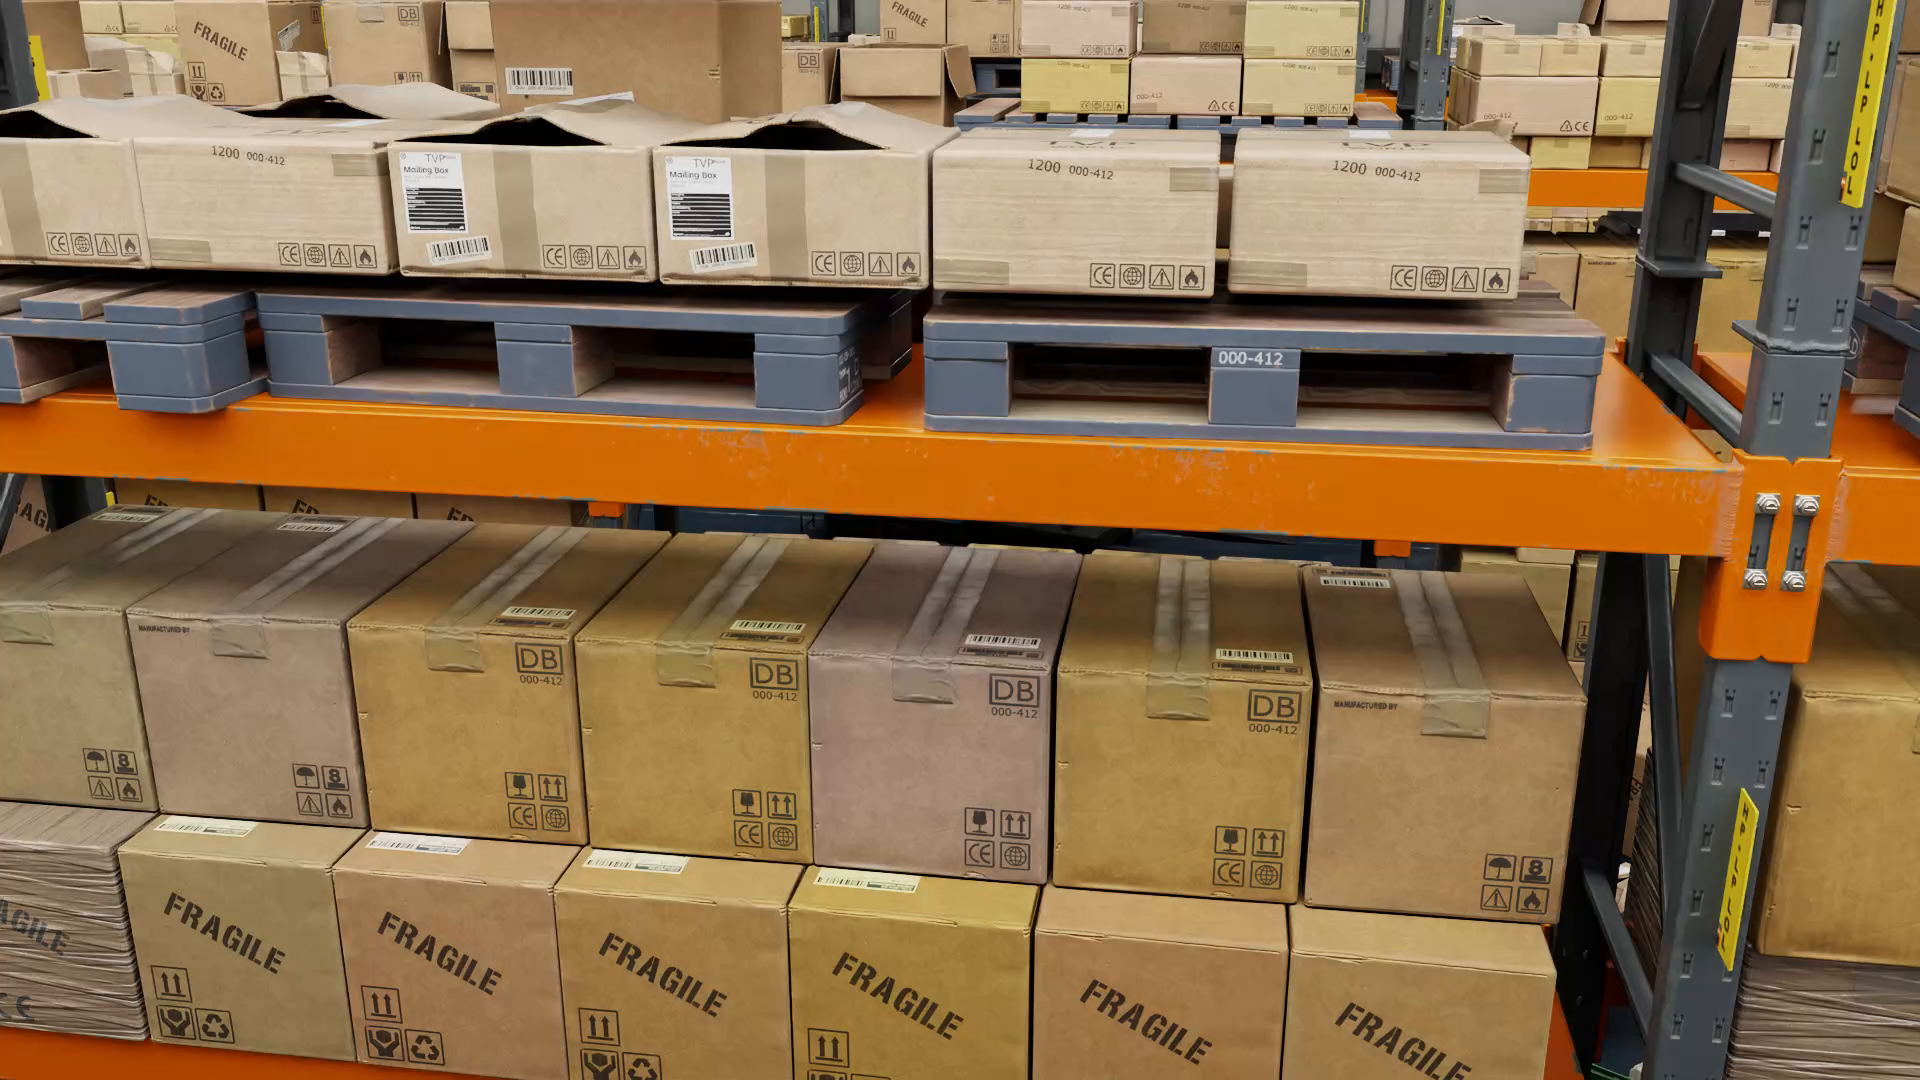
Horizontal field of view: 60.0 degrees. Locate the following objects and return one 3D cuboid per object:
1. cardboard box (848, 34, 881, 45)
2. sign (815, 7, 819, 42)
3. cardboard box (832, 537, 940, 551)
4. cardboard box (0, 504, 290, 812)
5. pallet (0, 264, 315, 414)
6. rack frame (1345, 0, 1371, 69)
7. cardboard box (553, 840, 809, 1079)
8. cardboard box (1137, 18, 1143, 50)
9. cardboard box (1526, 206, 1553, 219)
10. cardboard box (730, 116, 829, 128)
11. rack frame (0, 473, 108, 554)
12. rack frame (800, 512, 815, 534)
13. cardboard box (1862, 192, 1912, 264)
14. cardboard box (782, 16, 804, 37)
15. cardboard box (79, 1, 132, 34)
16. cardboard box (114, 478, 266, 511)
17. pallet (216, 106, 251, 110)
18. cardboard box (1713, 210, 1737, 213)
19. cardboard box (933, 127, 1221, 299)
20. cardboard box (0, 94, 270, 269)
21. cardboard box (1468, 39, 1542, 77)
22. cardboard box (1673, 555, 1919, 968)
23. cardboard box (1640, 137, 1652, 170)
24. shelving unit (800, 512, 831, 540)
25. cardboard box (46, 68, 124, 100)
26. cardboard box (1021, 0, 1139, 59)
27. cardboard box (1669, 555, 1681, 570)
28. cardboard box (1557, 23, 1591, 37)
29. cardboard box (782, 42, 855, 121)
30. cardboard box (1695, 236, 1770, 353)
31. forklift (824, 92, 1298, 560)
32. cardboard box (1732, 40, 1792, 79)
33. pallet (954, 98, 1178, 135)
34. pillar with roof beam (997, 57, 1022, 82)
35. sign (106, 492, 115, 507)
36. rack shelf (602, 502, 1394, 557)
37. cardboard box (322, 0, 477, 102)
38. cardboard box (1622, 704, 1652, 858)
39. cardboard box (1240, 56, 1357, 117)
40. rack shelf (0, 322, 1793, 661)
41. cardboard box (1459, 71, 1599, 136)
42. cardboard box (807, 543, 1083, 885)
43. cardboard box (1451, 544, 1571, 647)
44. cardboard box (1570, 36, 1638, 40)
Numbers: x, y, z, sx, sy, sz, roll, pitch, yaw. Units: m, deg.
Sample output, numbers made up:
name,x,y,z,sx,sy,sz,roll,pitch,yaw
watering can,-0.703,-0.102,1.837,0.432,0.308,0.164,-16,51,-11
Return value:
name,x,y,z,sx,sy,sz,roll,pitch,yaw
cardboard box,-0.694,-3.799,12.751,0.250,0.166,0.380,3,19,9
sign,-1.079,-3.851,12.543,0.005,0.325,0.100,3,19,9
cardboard box,-0.488,0.315,9.113,0.625,0.372,0.950,3,19,8
cardboard box,-2.018,0.262,4.059,0.500,0.500,0.700,3,19,8
pallet,-1.816,-0.559,3.817,1.003,0.211,1.213,4,19,11
rack frame,2.959,-4.997,12.055,0.127,3.000,1.000,3,19,9
cardboard box,-0.567,0.894,3.747,0.500,0.500,0.500,3,19,8
cardboard box,1.448,-3.777,12.459,0.500,0.311,0.500,2,19,7
cardboard box,4.251,-2.494,12.382,0.250,0.149,0.380,3,19,8
cardboard box,-0.324,-0.807,3.652,0.258,0.266,0.396,3,19,9
rack frame,-2.460,0.758,4.311,0.127,3.000,1.000,3,19,9
rack frame,-1.049,-0.480,11.319,0.006,0.900,0.240,6,19,16
cardboard box,1.900,-0.672,3.435,0.250,0.149,0.380,3,19,8
cardboard box,-1.377,-3.959,12.821,0.250,0.149,0.380,4,19,10
cardboard box,-6.989,-4.309,13.707,0.500,0.250,0.500,3,19,10
cardboard box,-4.206,-0.142,9.686,0.875,0.875,0.875,3,19,10
pallet,-3.523,-2.202,8.727,1.213,0.211,1.003,4,19,11
cardboard box,5.501,-2.420,12.160,0.250,0.149,0.380,3,19,10
cardboard box,0.236,-0.632,3.154,0.500,0.250,0.500,3,19,8
cardboard box,-1.780,-0.764,3.451,0.500,0.311,0.500,3,19,9
cardboard box,2.434,-2.160,7.443,0.250,0.149,0.380,3,19,8
cardboard box,1.849,0.405,3.426,0.550,0.550,0.875,3,19,9
cardboard box,3.197,-1.774,7.546,0.250,0.149,0.380,3,19,10
shelving unit,-0.952,-0.471,11.291,0.210,0.900,0.258,6,19,16
cardboard box,-4.530,-2.337,8.539,0.250,0.166,0.380,2,19,5
cardboard box,0.572,-2.418,7.861,0.500,0.250,0.500,3,19,10
cardboard box,3.336,0.010,8.014,0.250,0.149,0.380,4,19,11
cardboard box,4.376,-3.587,11.962,0.258,0.266,0.396,2,19,7
cardboard box,-0.840,-2.217,8.317,0.500,0.500,0.700,3,19,9
cardboard box,3.567,-1.103,7.670,0.500,0.500,0.700,3,19,7
forklift,0.643,-1.284,10.521,3.031,2.935,1.130,9,20,24
cardboard box,3.463,-2.122,7.329,0.250,0.149,0.380,2,19,7
pallet,0.558,-2.046,8.258,1.003,0.211,1.213,3,19,9
pillar with roof beam,-0.243,-4.066,9.274,0.400,9.000,9.100,3,19,9
sign,-2.375,0.035,4.647,0.005,0.325,0.100,3,19,9
rack shelf,0.200,-0.356,8.774,4.000,0.370,1.077,3,19,9
cardboard box,-2.782,-2.457,8.373,0.500,0.500,0.700,2,19,6
cardboard box,3.017,1.068,7.320,0.500,0.500,0.500,-15,24,-38
cardboard box,1.575,-2.131,7.792,0.500,0.250,0.500,3,19,8
rack shelf,-0.485,-0.223,3.648,4.000,0.370,1.077,3,19,9
cardboard box,2.566,-1.981,7.537,0.500,0.250,0.500,3,19,7
cardboard box,-0.008,0.364,3.755,0.500,0.500,0.700,3,19,9
cardboard box,2.715,0.267,8.268,0.500,0.500,0.500,4,19,11
cardboard box,3.034,-2.300,7.863,0.250,0.149,0.380,3,19,10
